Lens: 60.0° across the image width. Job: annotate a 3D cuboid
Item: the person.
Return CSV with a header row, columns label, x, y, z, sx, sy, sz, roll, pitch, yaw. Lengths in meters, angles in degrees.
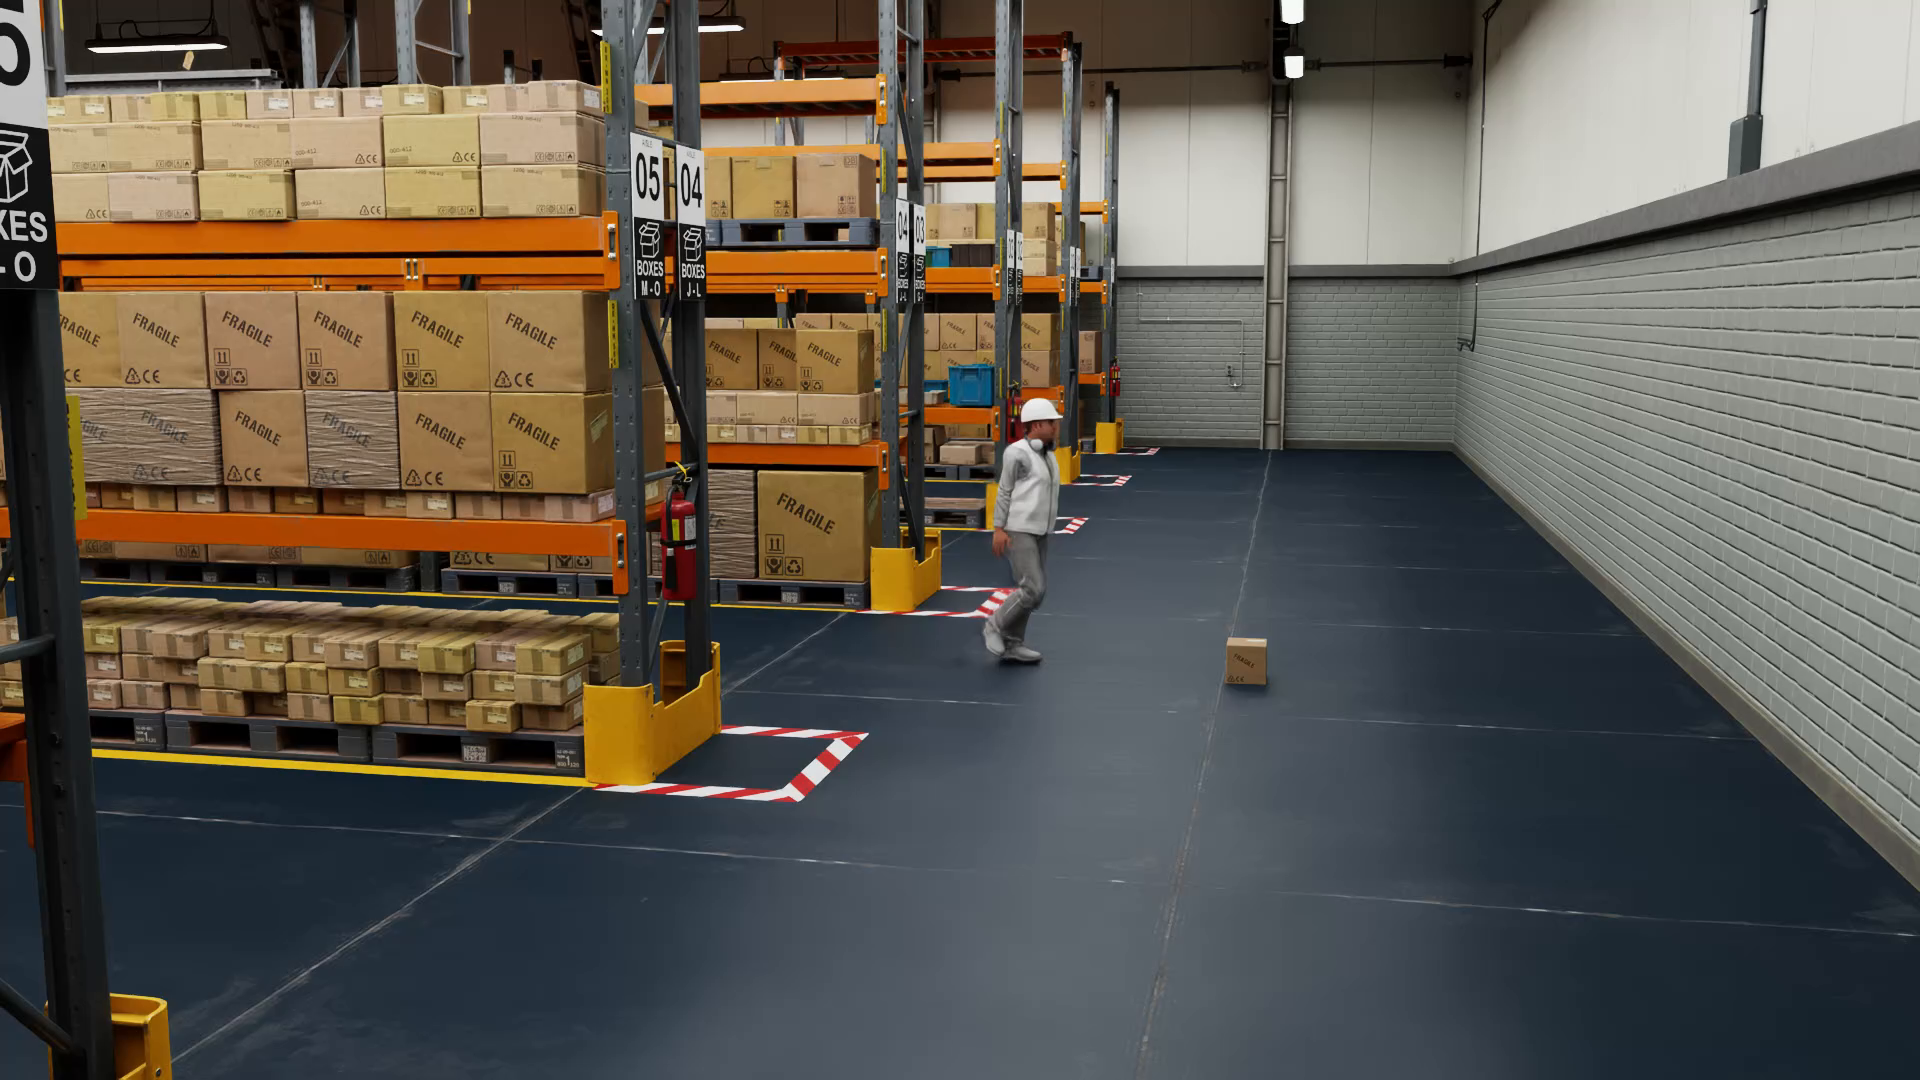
label,x,y,z,sx,sy,sz,roll,pitch,yaw
person,0.433,-0.062,11.075,0.504,1.764,0.575,5,9,30
